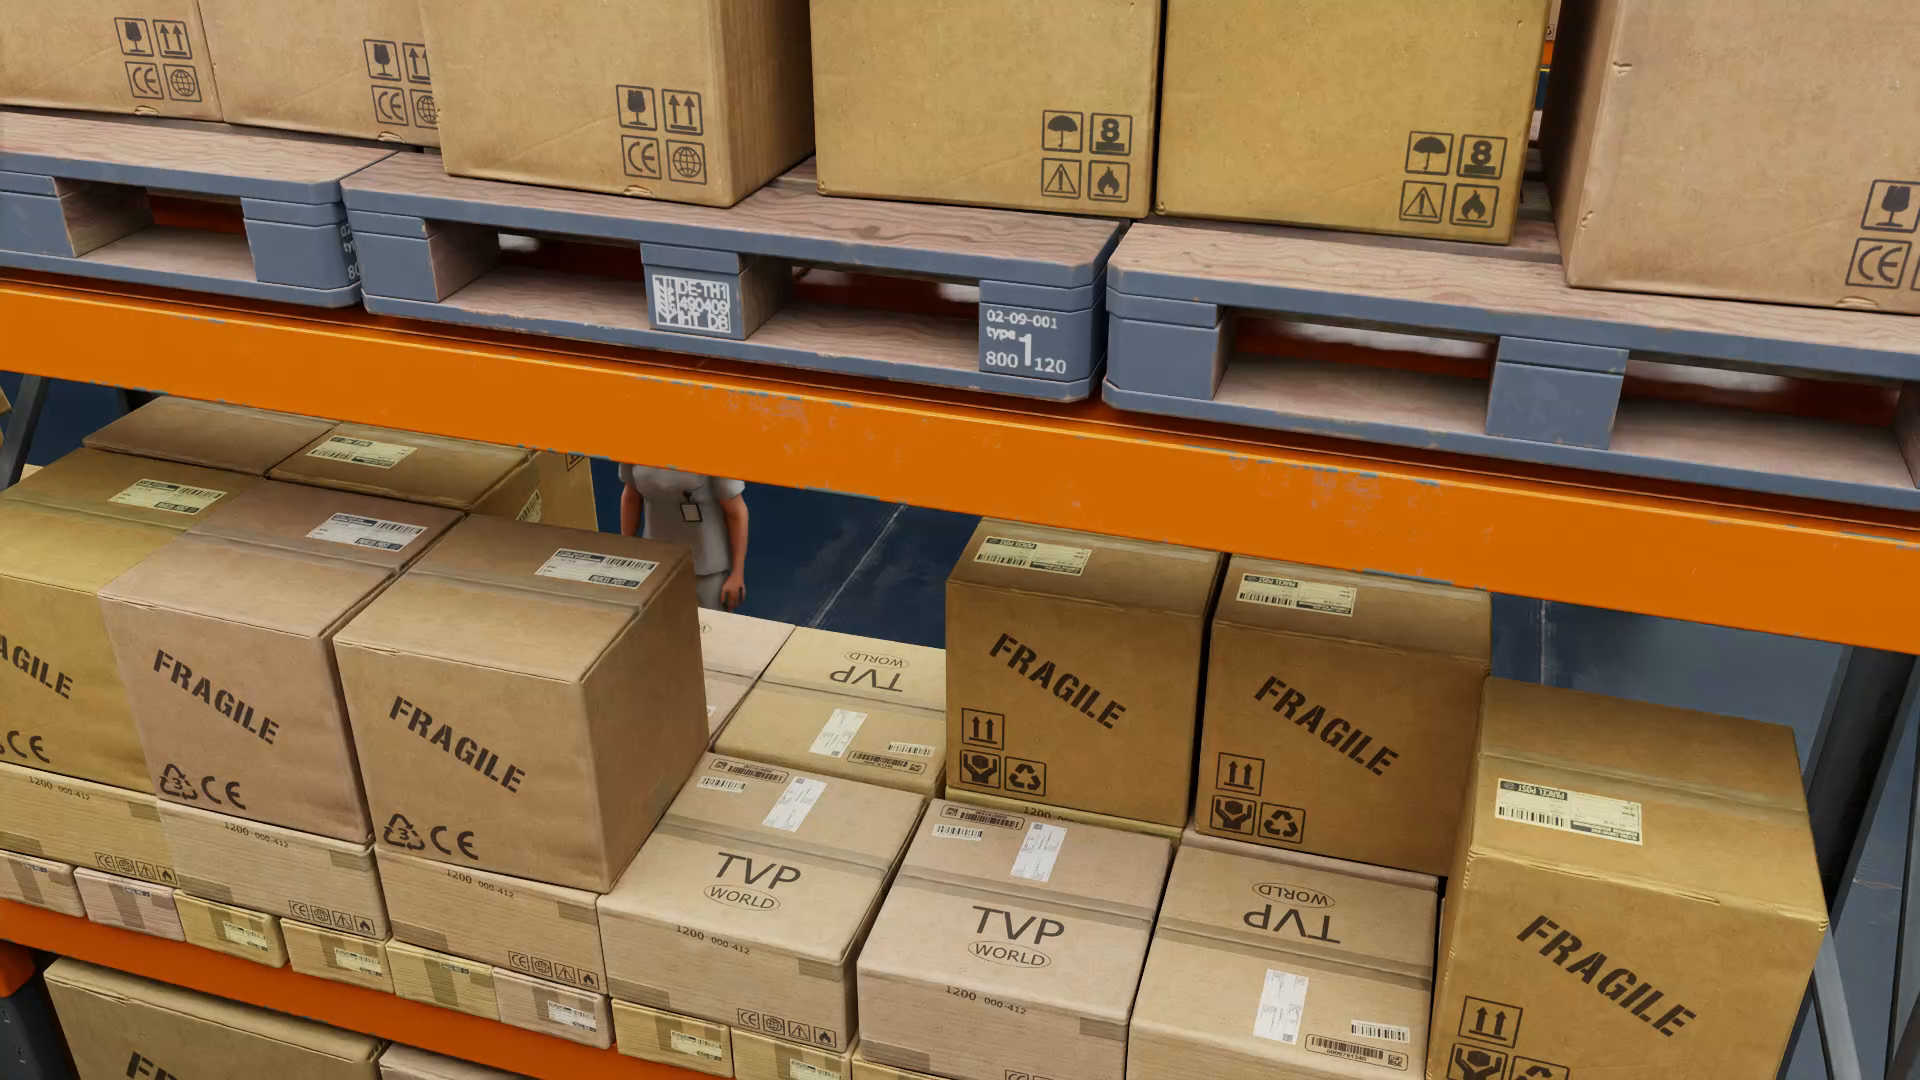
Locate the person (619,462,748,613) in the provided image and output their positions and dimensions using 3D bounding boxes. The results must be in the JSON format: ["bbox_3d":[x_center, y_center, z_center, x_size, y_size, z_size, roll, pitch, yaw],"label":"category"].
[{"bbox_3d":[-0.992,0.114,5.925,0.491,1.673,0.404,8,30,15],"label":"person"}]
